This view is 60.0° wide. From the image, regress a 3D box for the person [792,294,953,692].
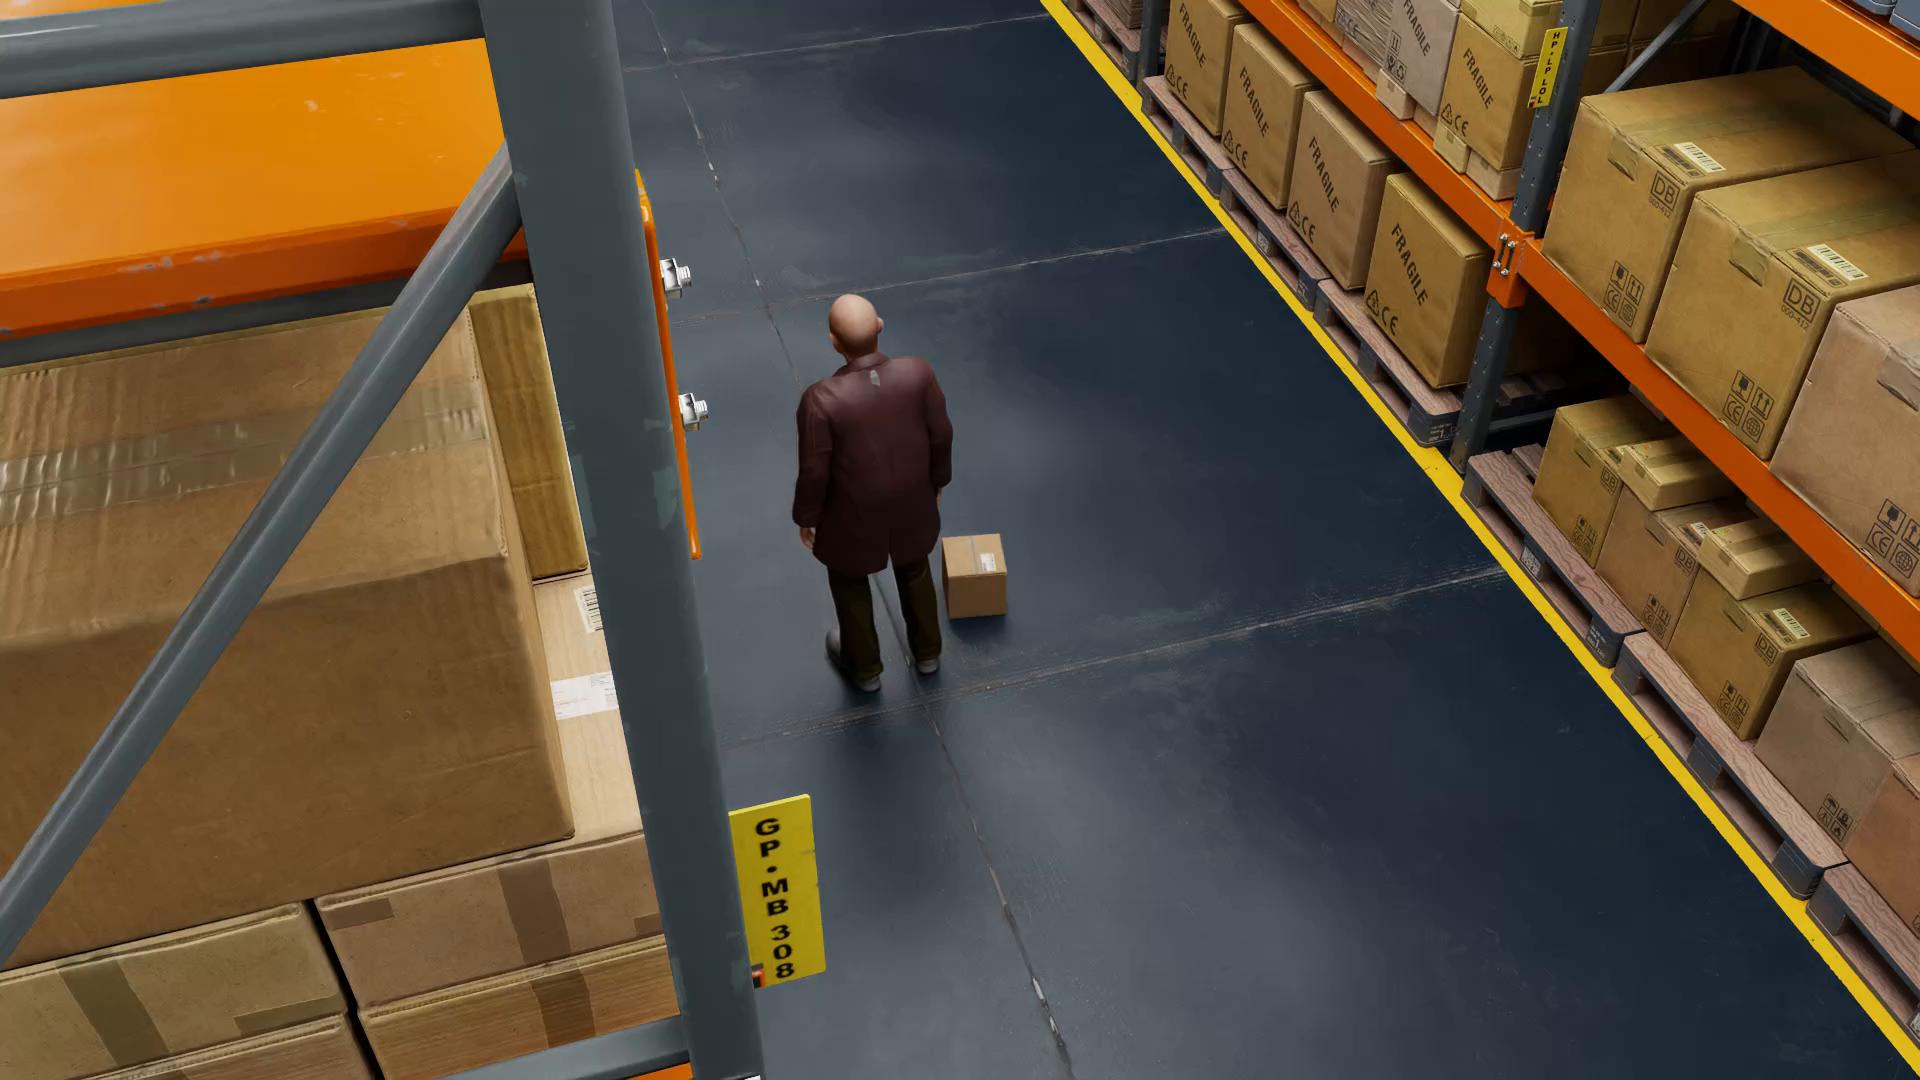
[{"bbox_3d":[-0.334,-0.154,6.345,0.649,1.772,0.433,-16,44,-18],"label":"person"}]
